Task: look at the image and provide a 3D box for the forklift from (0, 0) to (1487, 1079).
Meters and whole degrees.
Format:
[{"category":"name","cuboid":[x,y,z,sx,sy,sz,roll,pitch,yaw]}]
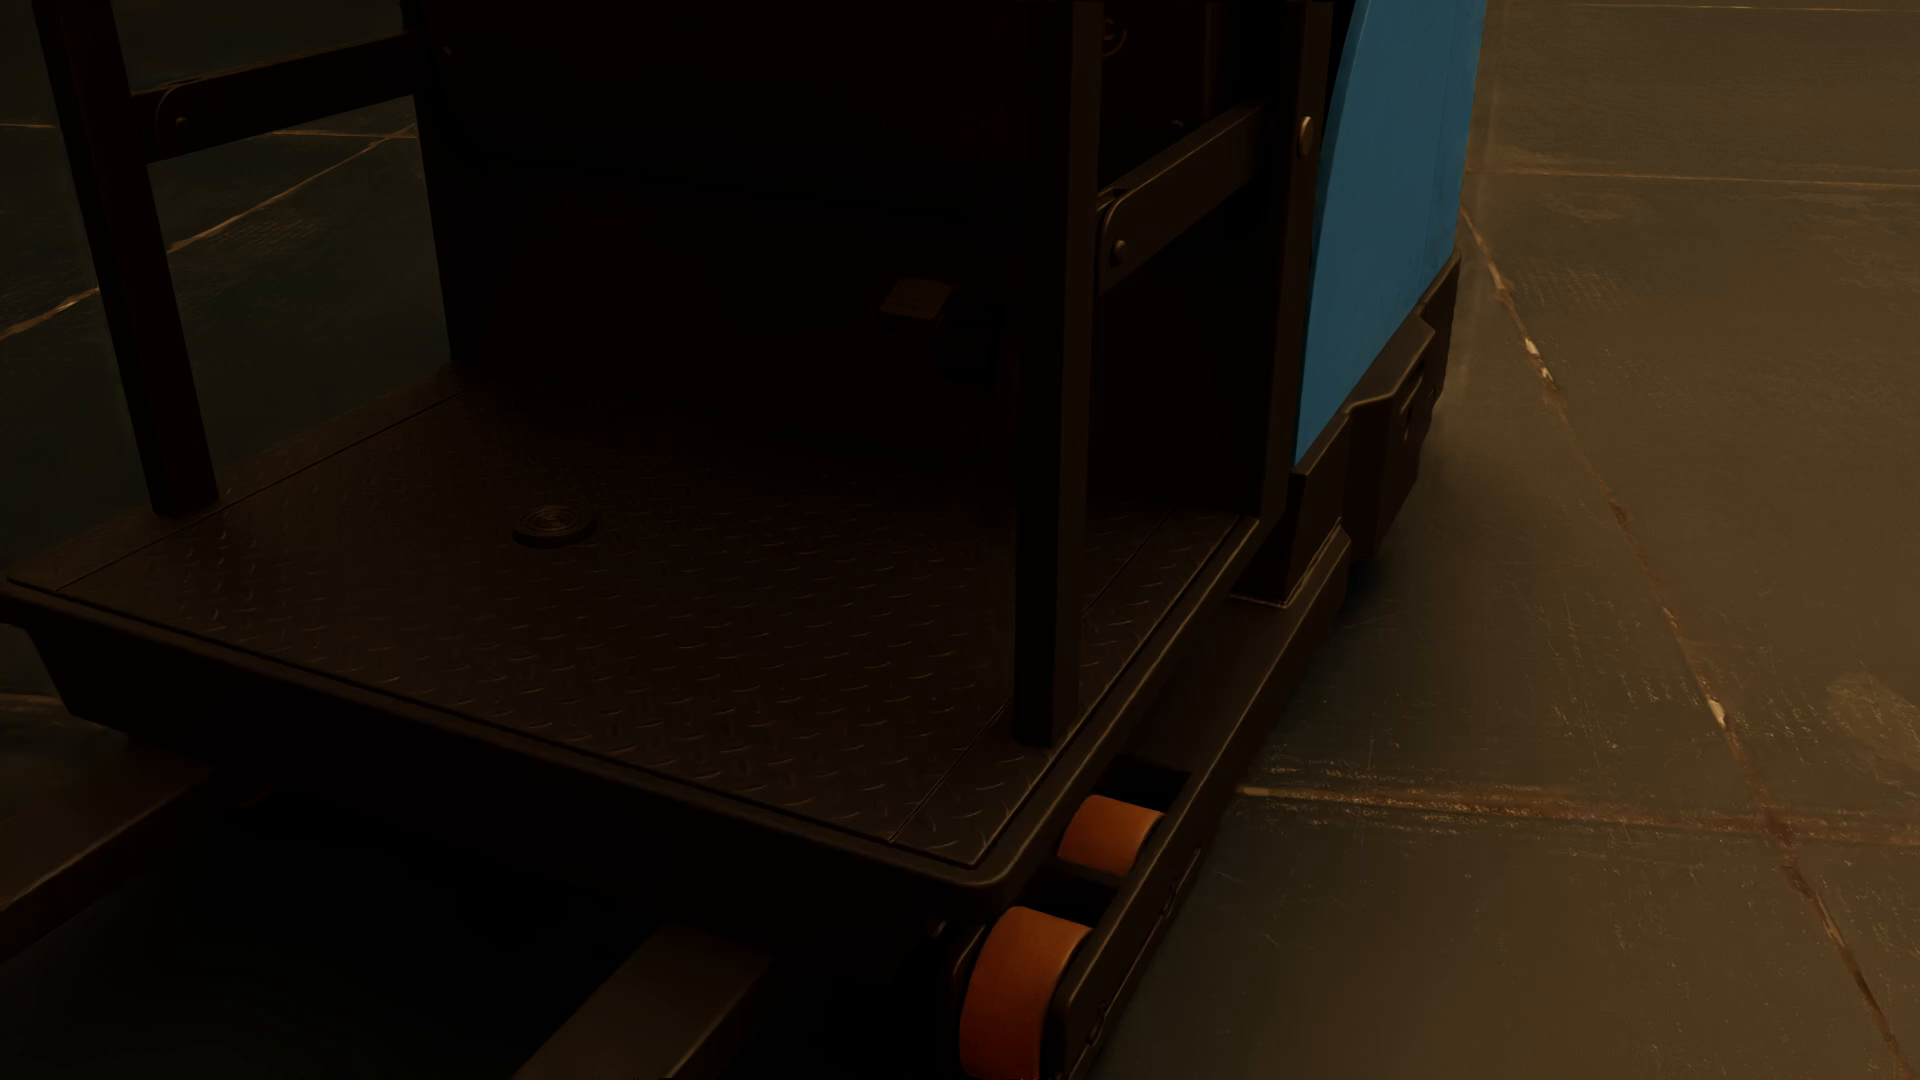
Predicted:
[{"category":"forklift","cuboid":[-0.260,-1.035,1.292,1.130,2.935,3.031,12,29,23]}]
